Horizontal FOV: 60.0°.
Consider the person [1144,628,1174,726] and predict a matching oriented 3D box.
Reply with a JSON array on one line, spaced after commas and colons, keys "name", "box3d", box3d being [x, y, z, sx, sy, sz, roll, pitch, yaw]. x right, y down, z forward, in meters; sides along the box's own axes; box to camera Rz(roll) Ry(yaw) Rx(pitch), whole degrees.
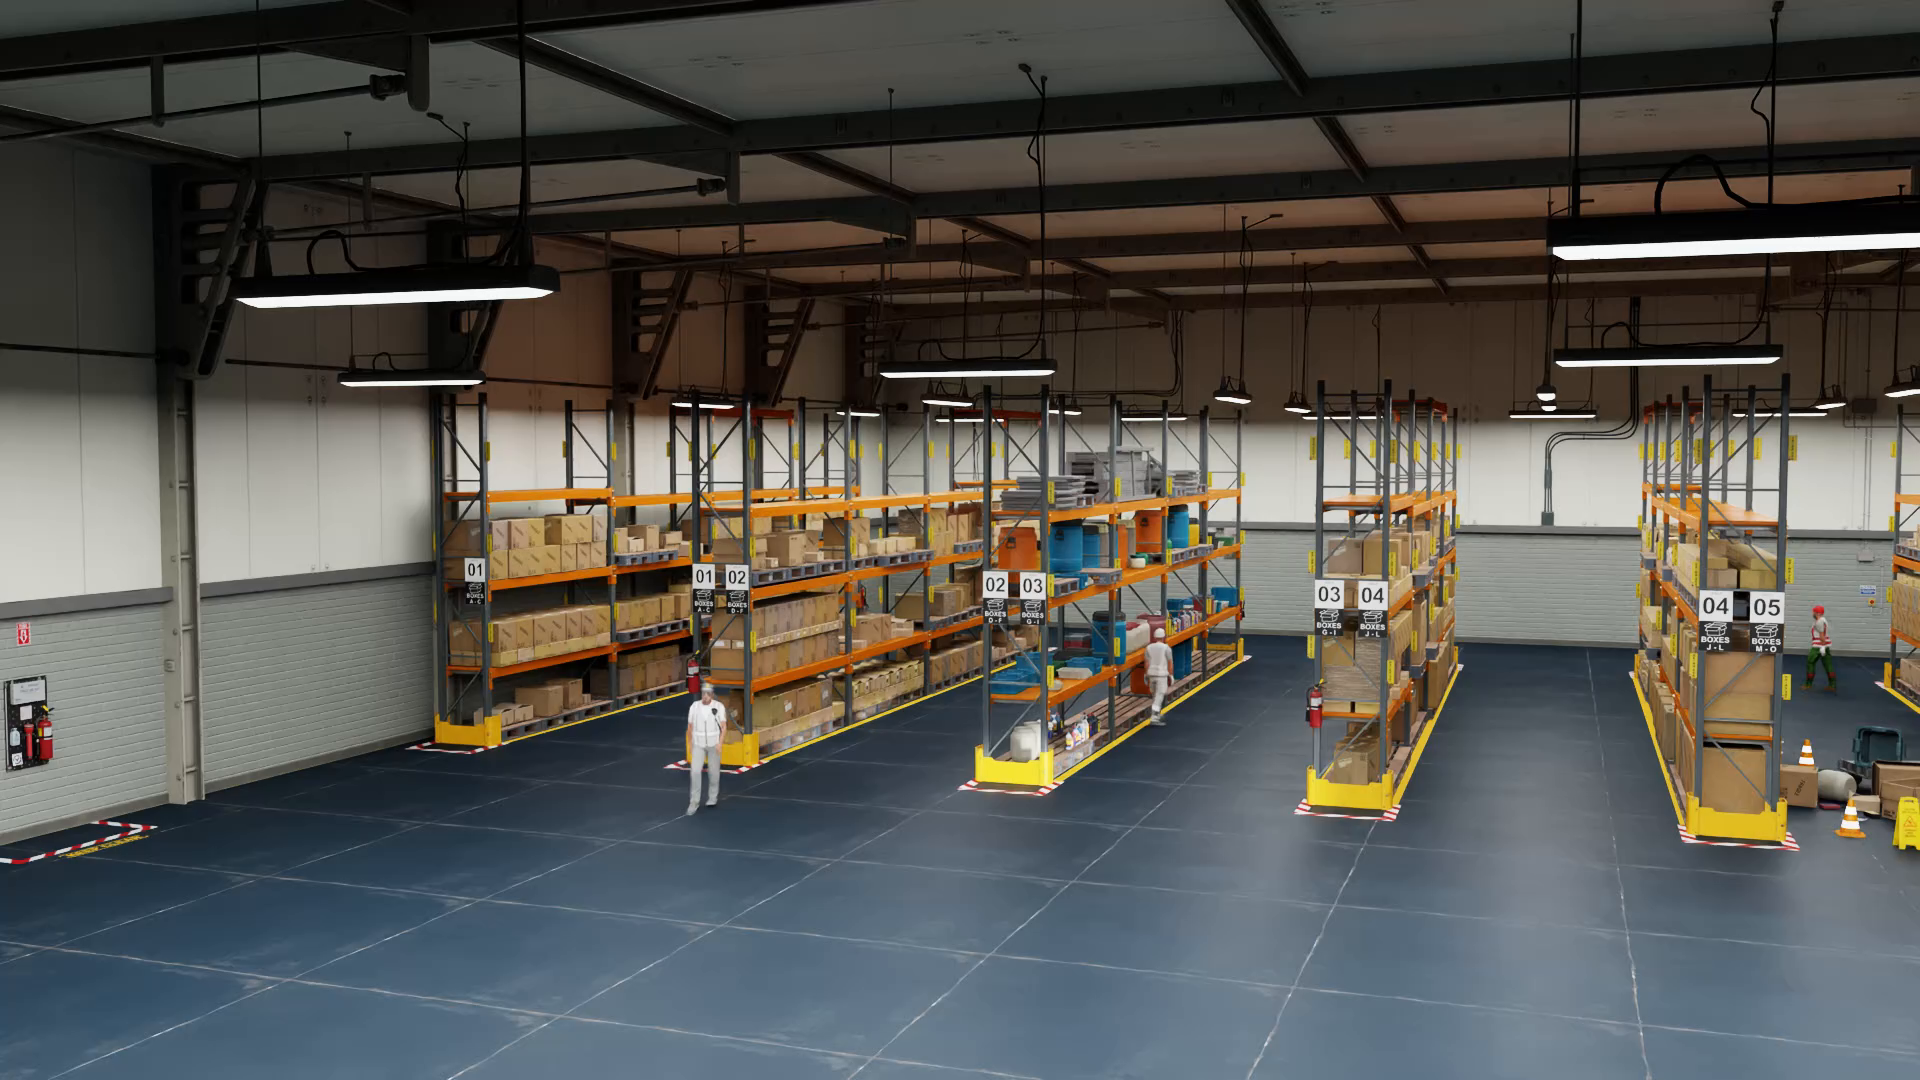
[{"name": "person", "box3d": [3.650, 2.500, 30.429, 0.538, 1.785, 0.826, 2, 4, 39]}]

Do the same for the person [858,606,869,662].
[{"name": "person", "box3d": [-2.098, 2.242, 36.410, 0.467, 1.612, 0.935, 1, 3, 10]}]

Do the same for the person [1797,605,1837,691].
[{"name": "person", "box3d": [18.014, 2.270, 34.825, 0.523, 1.795, 0.753, -2, 4, -31]}]

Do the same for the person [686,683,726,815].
[{"name": "person", "box3d": [-3.547, 2.894, 23.252, 0.561, 1.790, 0.722, 0, 3, -8]}]
